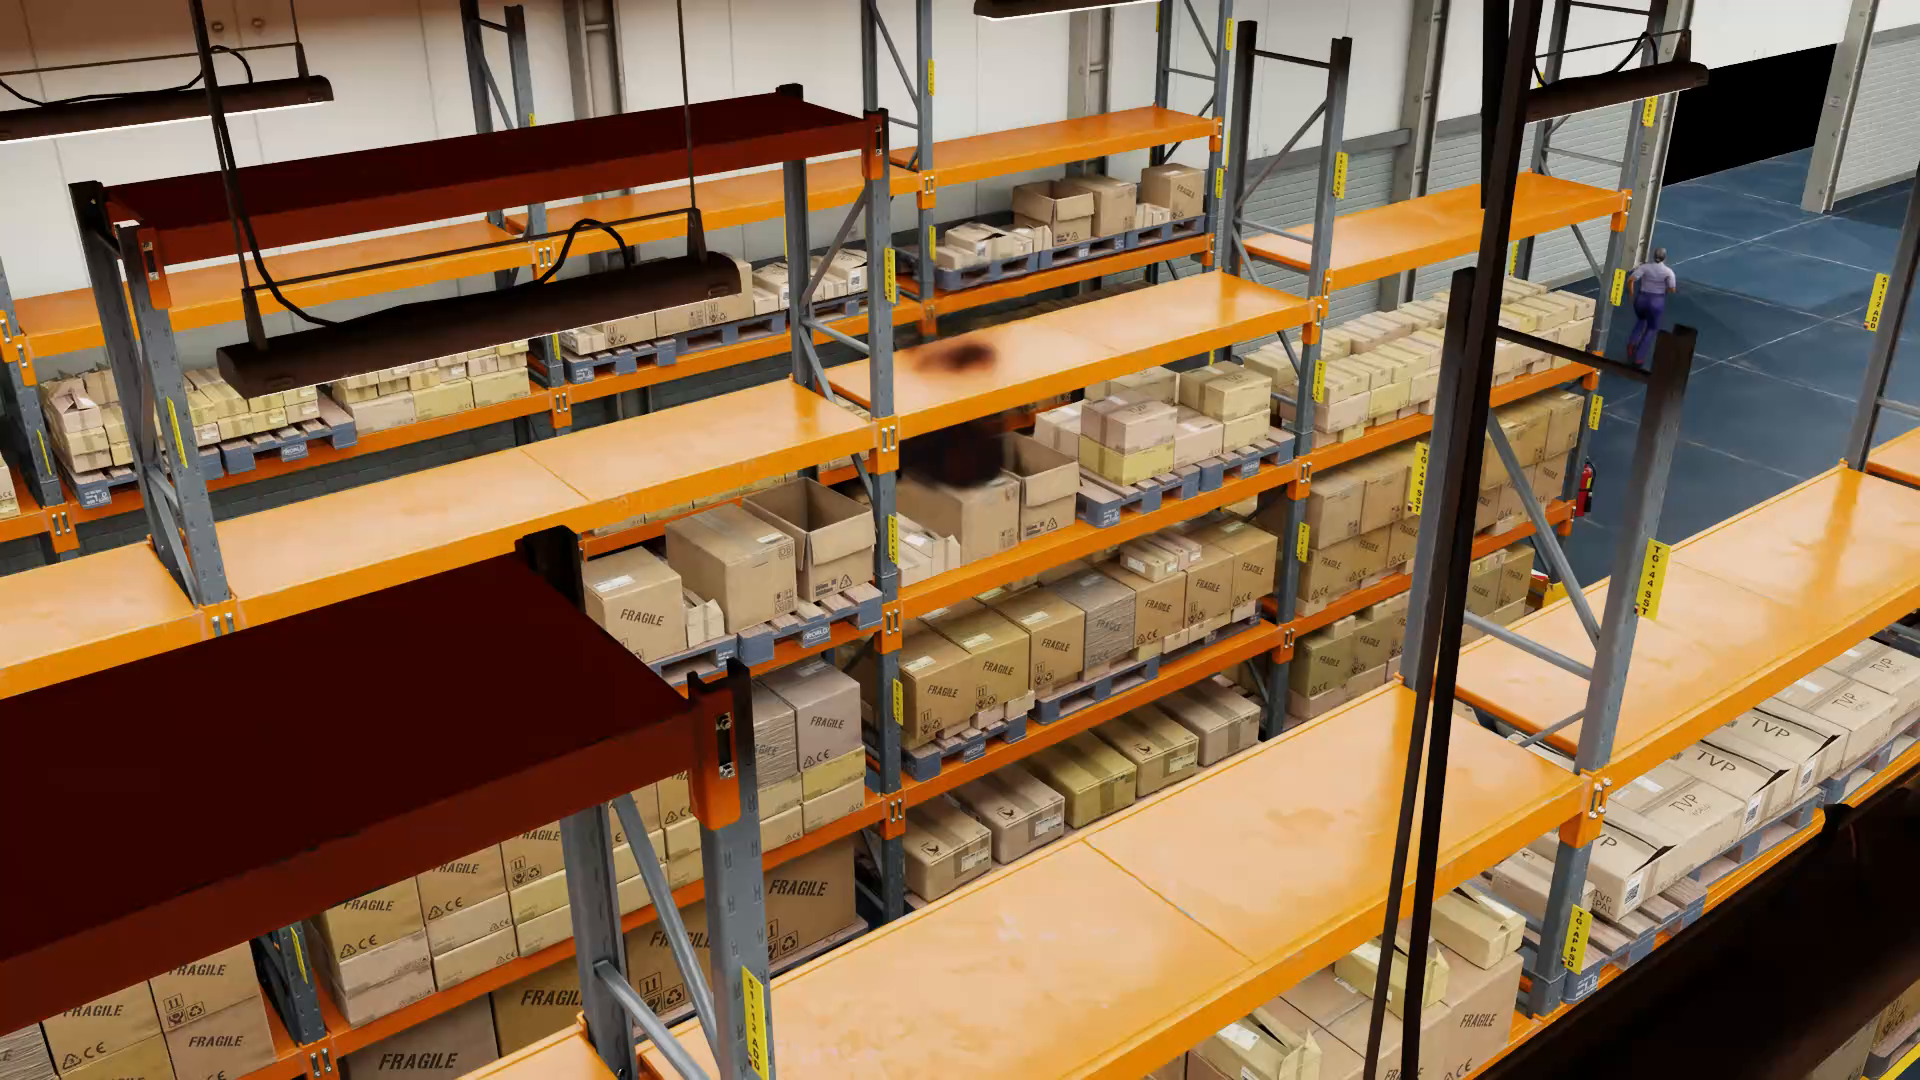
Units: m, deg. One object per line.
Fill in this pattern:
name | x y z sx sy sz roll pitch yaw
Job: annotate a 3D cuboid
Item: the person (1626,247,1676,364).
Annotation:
person | 9.494 -3.249 22.890 0.582 1.632 0.652 20 33 35
